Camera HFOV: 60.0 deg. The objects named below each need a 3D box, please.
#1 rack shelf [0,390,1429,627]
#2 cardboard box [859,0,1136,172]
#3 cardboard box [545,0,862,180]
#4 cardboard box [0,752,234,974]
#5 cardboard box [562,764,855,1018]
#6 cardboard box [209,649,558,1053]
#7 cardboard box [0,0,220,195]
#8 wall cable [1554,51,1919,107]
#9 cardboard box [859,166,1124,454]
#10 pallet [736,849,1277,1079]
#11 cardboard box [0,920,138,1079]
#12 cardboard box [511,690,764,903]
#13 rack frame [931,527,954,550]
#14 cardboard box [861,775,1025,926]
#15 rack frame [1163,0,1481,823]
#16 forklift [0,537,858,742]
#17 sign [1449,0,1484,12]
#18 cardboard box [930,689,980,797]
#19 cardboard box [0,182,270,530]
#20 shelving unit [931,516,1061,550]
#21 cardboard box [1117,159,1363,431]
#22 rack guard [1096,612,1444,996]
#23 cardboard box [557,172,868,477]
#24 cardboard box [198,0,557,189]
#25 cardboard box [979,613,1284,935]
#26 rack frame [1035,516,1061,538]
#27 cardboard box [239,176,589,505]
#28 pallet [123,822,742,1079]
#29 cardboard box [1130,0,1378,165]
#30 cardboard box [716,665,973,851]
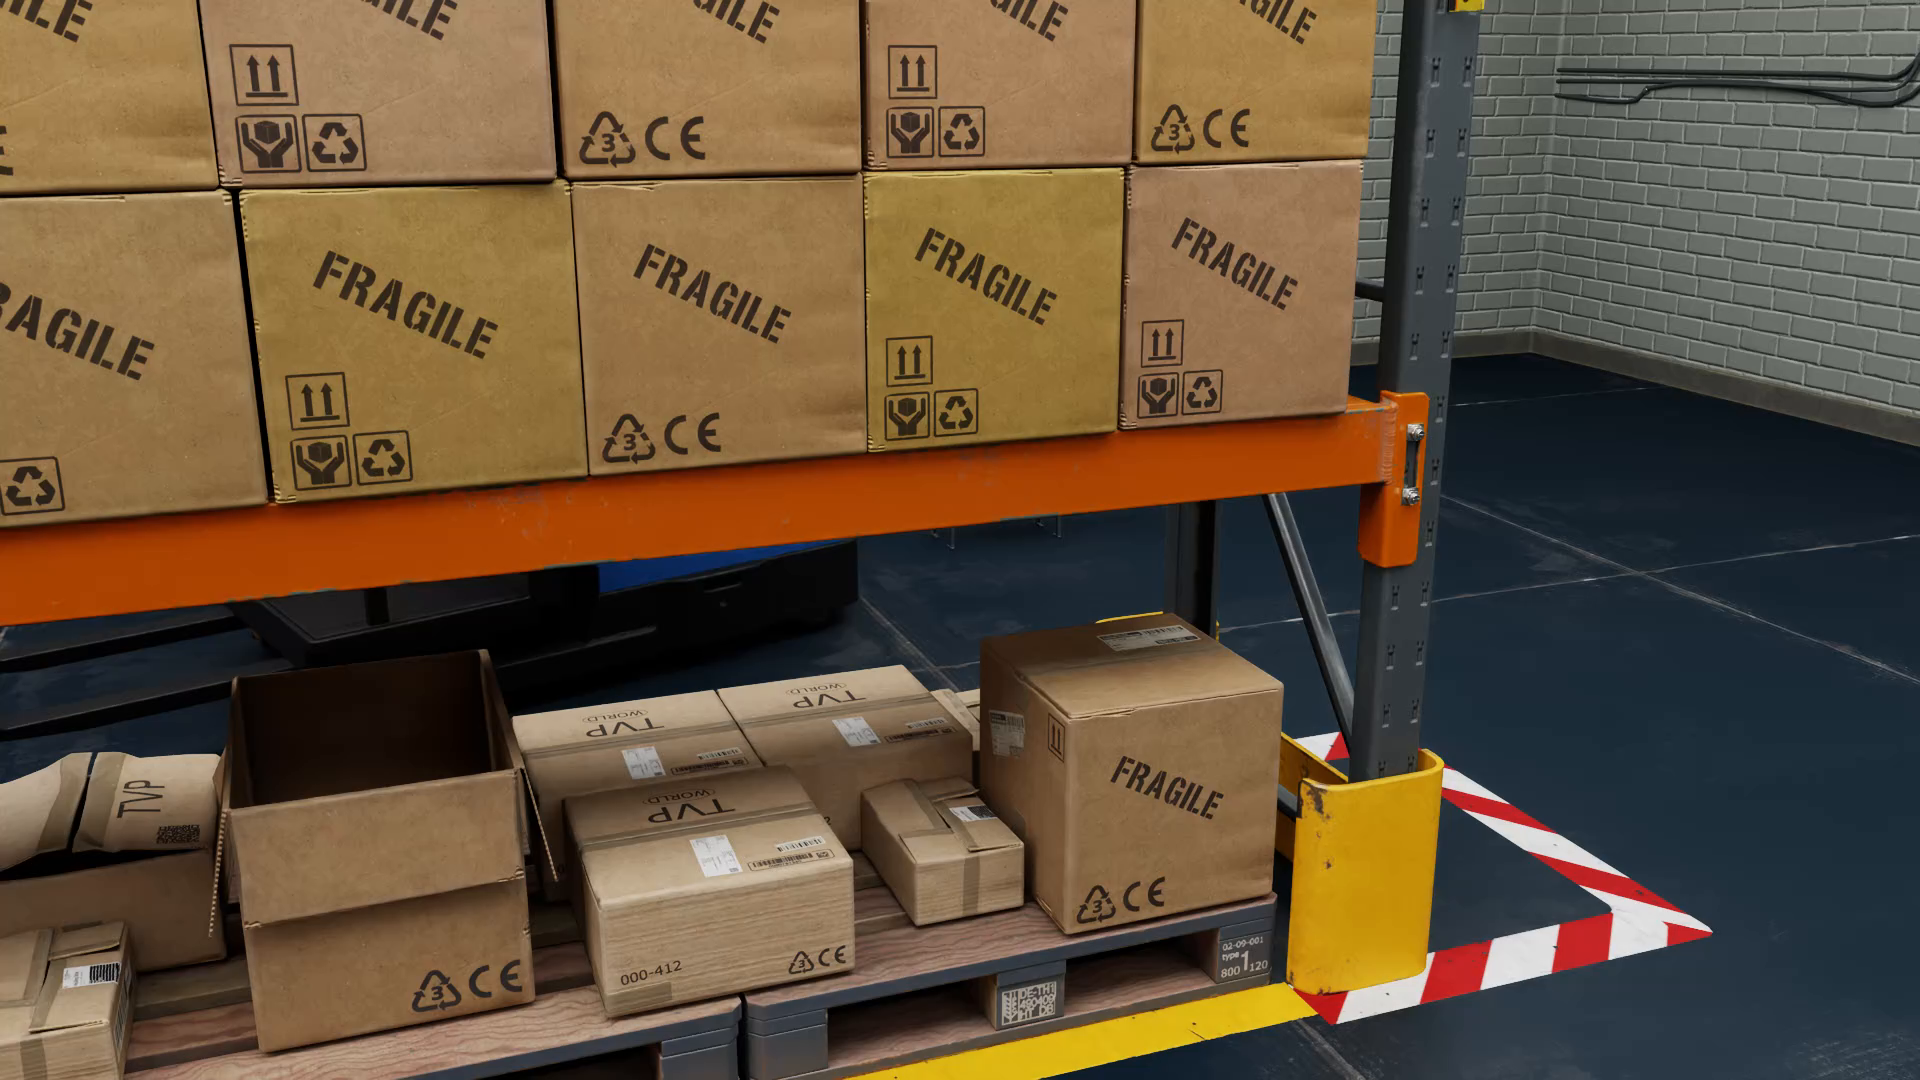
[{"bbox_3d":[-1.082,-0.060,3.254,4.000,0.370,1.077,-6,17,-20],"label":"rack shelf"},{"bbox_3d":[-0.003,-0.966,3.111,0.500,0.500,0.500,-6,17,-19],"label":"cardboard box"},{"bbox_3d":[-0.486,-0.912,2.929,0.500,0.500,0.500,-6,17,-19],"label":"cardboard box"},{"bbox_3d":[-1.819,0.668,3.490,0.500,0.311,0.500,-6,17,-20],"label":"cardboard box"},{"bbox_3d":[-0.532,0.709,3.458,0.500,0.250,0.500,-6,17,-20],"label":"cardboard box"},{"bbox_3d":[-1.197,0.593,3.405,0.637,0.503,0.797,-6,17,-20],"label":"cardboard box"},{"bbox_3d":[-1.447,-0.808,2.574,0.500,0.500,0.500,-7,18,-22],"label":"cardboard box"},{"bbox_3d":[4.419,-3.774,9.490,0.112,2.526,3.097,-6,17,-20],"label":"wall cable"},{"bbox_3d":[-0.018,-0.484,3.246,0.500,0.500,0.500,-6,17,-20],"label":"cardboard box"},{"bbox_3d":[-0.030,0.820,3.932,1.213,0.211,1.003,-6,17,-20],"label":"pallet"},{"bbox_3d":[-1.676,0.870,3.059,0.250,0.166,0.380,-6,17,-20],"label":"cardboard box"},{"bbox_3d":[-0.758,0.583,3.889,0.500,0.250,0.500,-6,17,-20],"label":"cardboard box"},{"bbox_3d":[-0.073,-0.568,6.902,0.015,1.200,0.240,-6,17,-20],"label":"rack frame"},{"bbox_3d":[-0.044,0.679,3.711,0.250,0.166,0.380,-6,17,-20],"label":"cardboard box"},{"bbox_3d":[0.786,-0.606,3.839,0.127,3.000,1.000,-6,17,-20],"label":"rack frame"},{"bbox_3d":[-1.841,-0.966,5.187,3.031,2.935,1.130,-13,21,-37],"label":"forklift"},{"bbox_3d":[0.965,-1.165,3.128,0.005,0.325,0.100,-6,17,-20],"label":"sign"},{"bbox_3d":[0.038,0.519,4.255,0.250,0.166,0.380,-6,17,-20],"label":"cardboard box"},{"bbox_3d":[-1.431,-0.333,2.731,0.500,0.500,0.500,-6,17,-20],"label":"cardboard box"},{"bbox_3d":[0.155,-0.592,6.986,0.503,1.200,0.258,-6,17,-20],"label":"shelving unit"},{"bbox_3d":[0.465,-0.538,3.428,0.500,0.500,0.500,-6,17,-18],"label":"cardboard box"},{"bbox_3d":[0.715,0.601,4.165,0.348,0.500,1.175,-6,17,-20],"label":"rack guard"},{"bbox_3d":[-0.486,-0.435,3.080,0.500,0.500,0.500,-6,17,-20],"label":"cardboard box"},{"bbox_3d":[-0.965,-0.860,2.752,0.500,0.500,0.500,-6,17,-18],"label":"cardboard box"},{"bbox_3d":[0.366,0.502,3.722,0.500,0.500,0.500,-6,17,-20],"label":"cardboard box"},{"bbox_3d":[0.382,-0.617,7.070,0.015,1.200,0.240,-6,17,-20],"label":"rack frame"},{"bbox_3d":[-0.957,-0.385,2.907,0.500,0.500,0.500,-6,18,-21],"label":"cardboard box"},{"bbox_3d":[-1.167,0.942,3.516,1.213,0.211,1.003,-6,17,-20],"label":"pallet"},{"bbox_3d":[0.468,-1.017,3.285,0.500,0.500,0.500,-6,18,-21],"label":"cardboard box"},{"bbox_3d":[-0.291,0.532,4.061,0.500,0.250,0.500,-6,17,-20],"label":"cardboard box"}]
